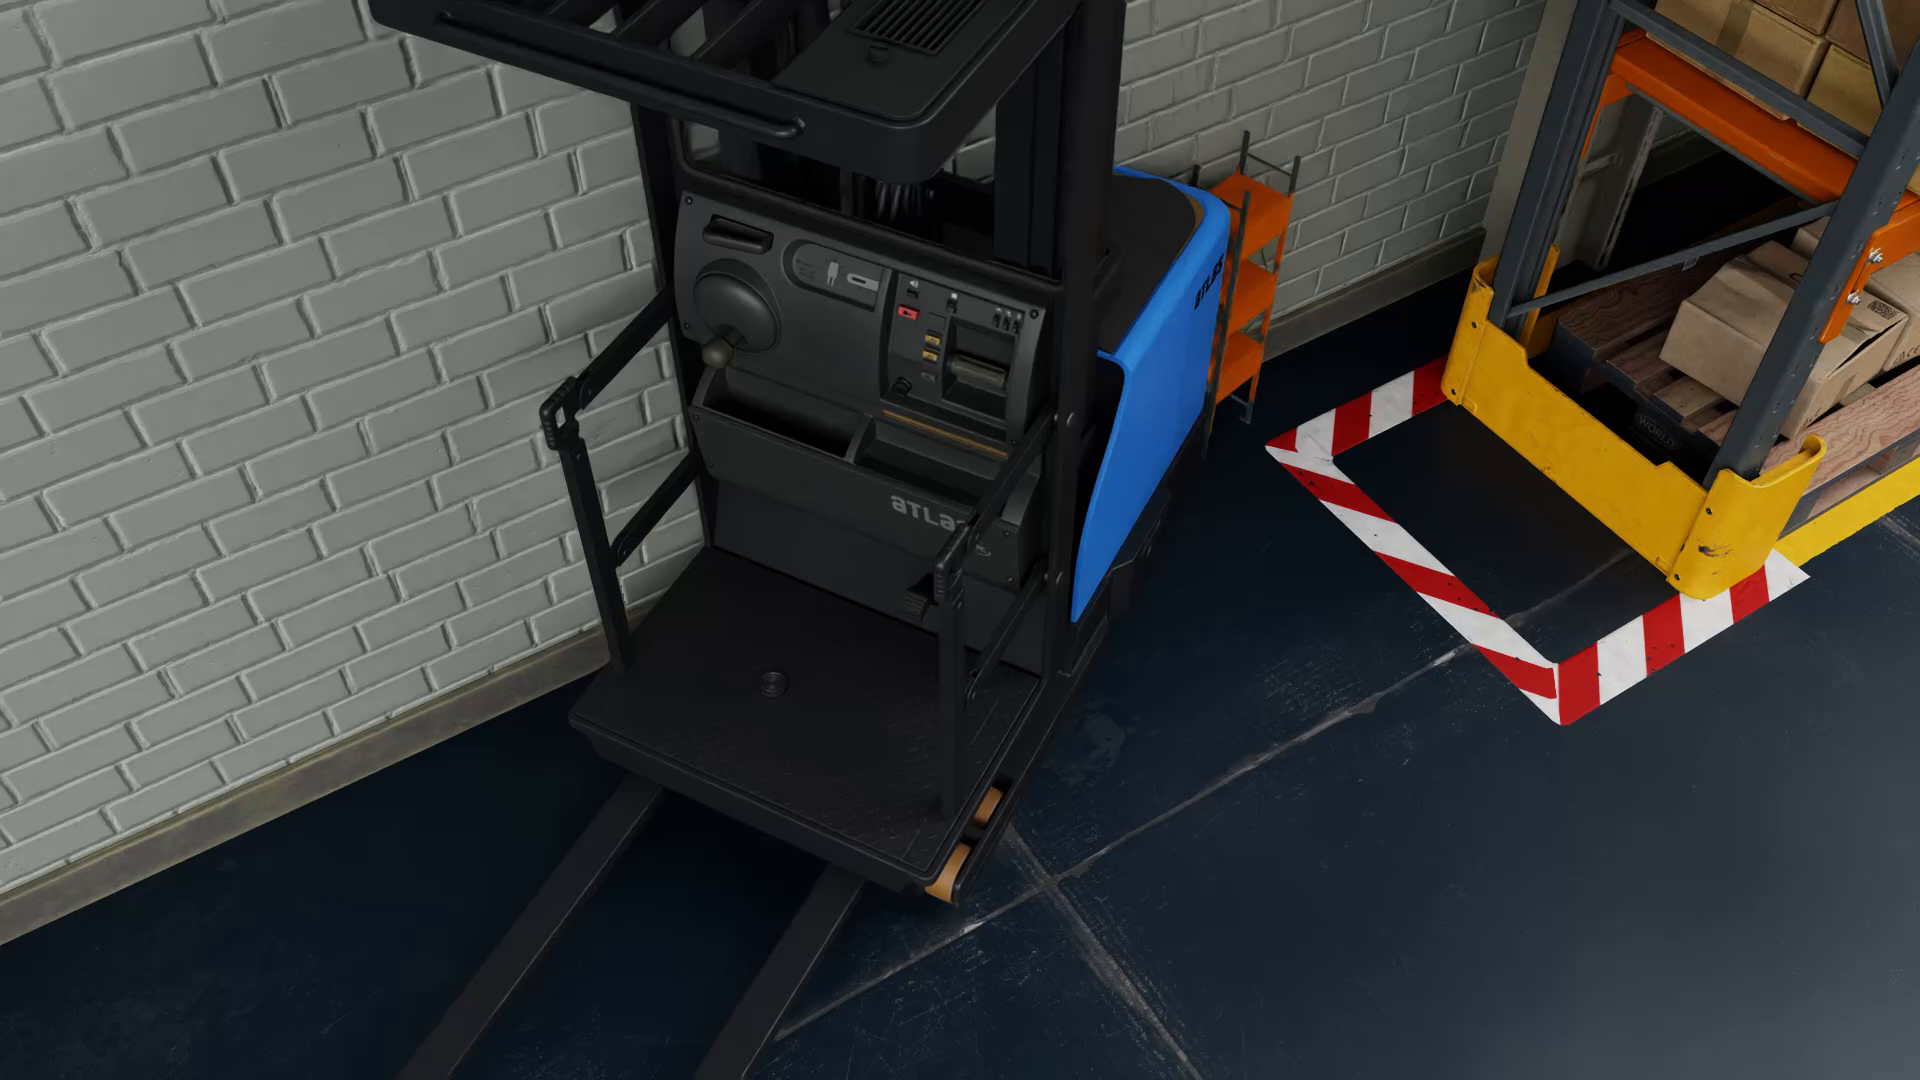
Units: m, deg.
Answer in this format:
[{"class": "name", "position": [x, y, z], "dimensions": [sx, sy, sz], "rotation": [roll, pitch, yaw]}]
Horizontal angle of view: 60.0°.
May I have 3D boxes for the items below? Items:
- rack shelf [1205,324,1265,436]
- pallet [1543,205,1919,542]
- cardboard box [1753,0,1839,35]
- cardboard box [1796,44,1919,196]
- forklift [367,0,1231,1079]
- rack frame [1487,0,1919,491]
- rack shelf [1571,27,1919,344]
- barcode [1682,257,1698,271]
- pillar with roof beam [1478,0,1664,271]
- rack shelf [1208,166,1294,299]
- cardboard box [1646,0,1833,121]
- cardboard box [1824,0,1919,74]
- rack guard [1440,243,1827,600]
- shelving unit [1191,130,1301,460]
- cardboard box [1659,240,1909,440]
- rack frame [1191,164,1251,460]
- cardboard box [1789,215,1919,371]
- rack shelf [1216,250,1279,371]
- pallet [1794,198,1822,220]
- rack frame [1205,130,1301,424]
[{"class": "rack shelf", "position": [0.820, -0.540, 5.407], "dimensions": [0.215, 0.259, 0.240], "rotation": [35, 55, 28]}, {"class": "pallet", "position": [2.789, -0.608, 5.650], "dimensions": [1.213, 0.211, 1.003], "rotation": [-25, 53, -21]}, {"class": "cardboard box", "position": [2.304, -1.732, 4.368], "dimensions": [0.500, 0.500, 0.500], "rotation": [-26, 53, -21]}, {"class": "cardboard box", "position": [2.601, -1.154, 4.356], "dimensions": [0.500, 0.250, 0.500], "rotation": [-27, 54, -22]}, {"class": "forklift", "position": [-0.339, -0.407, 3.650], "dimensions": [1.130, 2.935, 3.031], "rotation": [21, 52, 18]}, {"class": "rack frame", "position": [2.018, -1.203, 4.313], "dimensions": [0.127, 3.000, 1.000], "rotation": [-25, 53, -21]}, {"class": "rack shelf", "position": [3.710, -1.761, 5.291], "dimensions": [4.000, 0.370, 1.077], "rotation": [-25, 53, -21]}, {"class": "barcode", "position": [2.454, -0.937, 5.576], "dimensions": [0.075, 0.075, 0.001], "rotation": [-25, 53, -21]}, {"class": "pillar with roof beam", "position": [4.446, -1.305, 0.386], "dimensions": [0.400, 9.000, 9.100], "rotation": [-25, 53, -21]}, {"class": "rack shelf", "position": [0.829, -0.926, 4.999], "dimensions": [0.215, 0.259, 0.240], "rotation": [35, 55, 28]}, {"class": "cardboard box", "position": [2.310, -1.469, 4.637], "dimensions": [0.500, 0.250, 0.500], "rotation": [-25, 53, -20]}, {"class": "cardboard box", "position": [2.583, -1.410, 4.082], "dimensions": [0.500, 0.500, 0.500], "rotation": [-25, 53, -21]}, {"class": "rack guard", "position": [2.083, -0.402, 5.274], "dimensions": [0.348, 0.500, 1.175], "rotation": [-25, 53, -21]}, {"class": "shelving unit", "position": [0.825, -0.738, 5.198], "dimensions": [0.215, 1.050, 0.252], "rotation": [35, 55, 28]}, {"class": "cardboard box", "position": [2.652, -0.674, 5.348], "dimensions": [0.500, 0.311, 0.500], "rotation": [-31, 55, -25]}, {"class": "rack frame", "position": [0.741, -0.674, 5.136], "dimensions": [0.200, 1.050, 0.008], "rotation": [35, 55, 28]}, {"class": "cardboard box", "position": [3.134, -0.901, 5.550], "dimensions": [0.500, 0.311, 0.500], "rotation": [-21, 52, -18]}, {"class": "rack shelf", "position": [0.825, -0.731, 5.205], "dimensions": [0.215, 0.259, 0.240], "rotation": [35, 55, 28]}, {"class": "pallet", "position": [3.819, -1.091, 6.080], "dimensions": [1.213, 0.211, 1.003], "rotation": [-25, 53, -21]}, {"class": "rack frame", "position": [0.909, -0.802, 5.260], "dimensions": [0.200, 1.050, 0.008], "rotation": [35, 55, 28]}]
